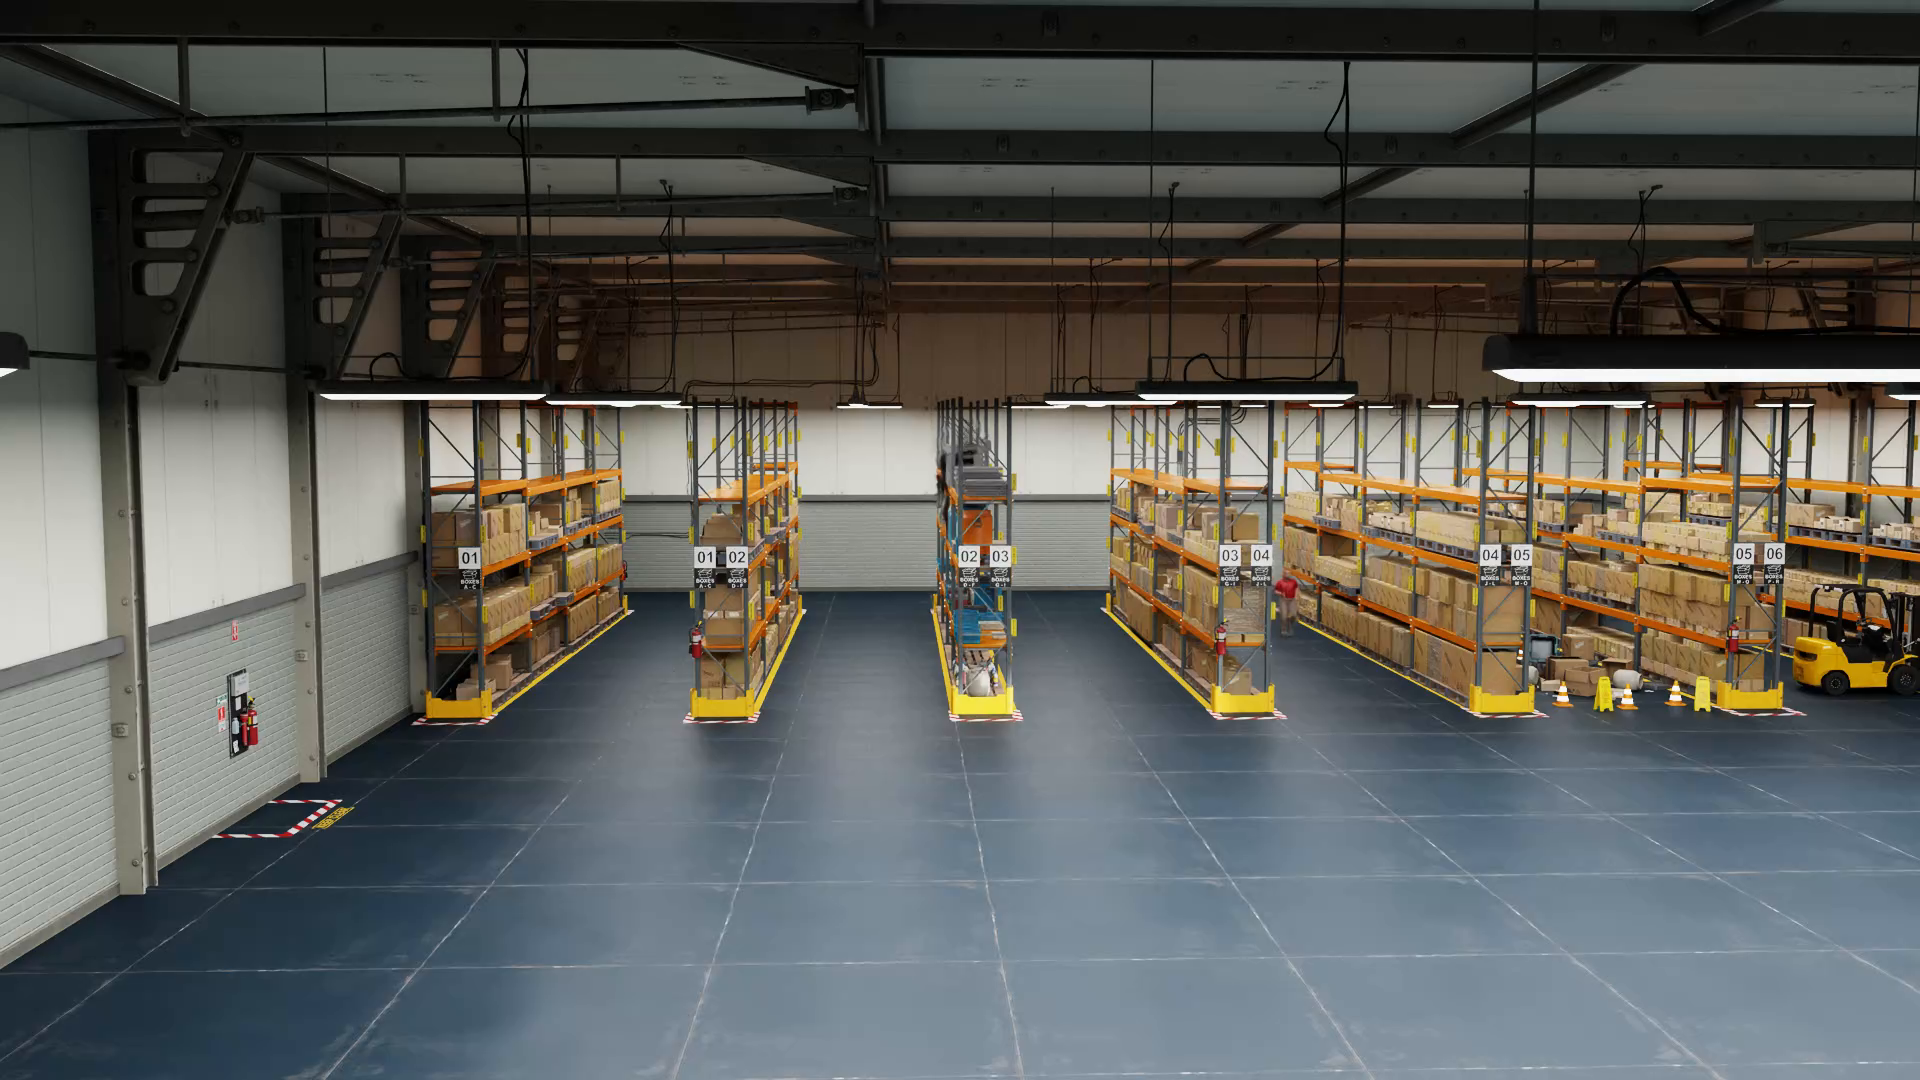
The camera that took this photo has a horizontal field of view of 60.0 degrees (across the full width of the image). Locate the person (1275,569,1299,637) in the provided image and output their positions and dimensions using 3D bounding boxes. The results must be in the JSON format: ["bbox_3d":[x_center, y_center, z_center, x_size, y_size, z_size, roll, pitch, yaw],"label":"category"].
[{"bbox_3d":[8.333,1.615,42.277,0.639,1.731,0.691,0,4,1],"label":"person"}]

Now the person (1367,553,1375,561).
[{"bbox_3d":[11.363,1.272,46.016,0.649,1.804,0.831,0,4,-2],"label":"person"}]

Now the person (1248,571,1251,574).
[{"bbox_3d":[8.097,1.373,45.402,0.582,1.704,0.852,0,4,6],"label":"person"}]
